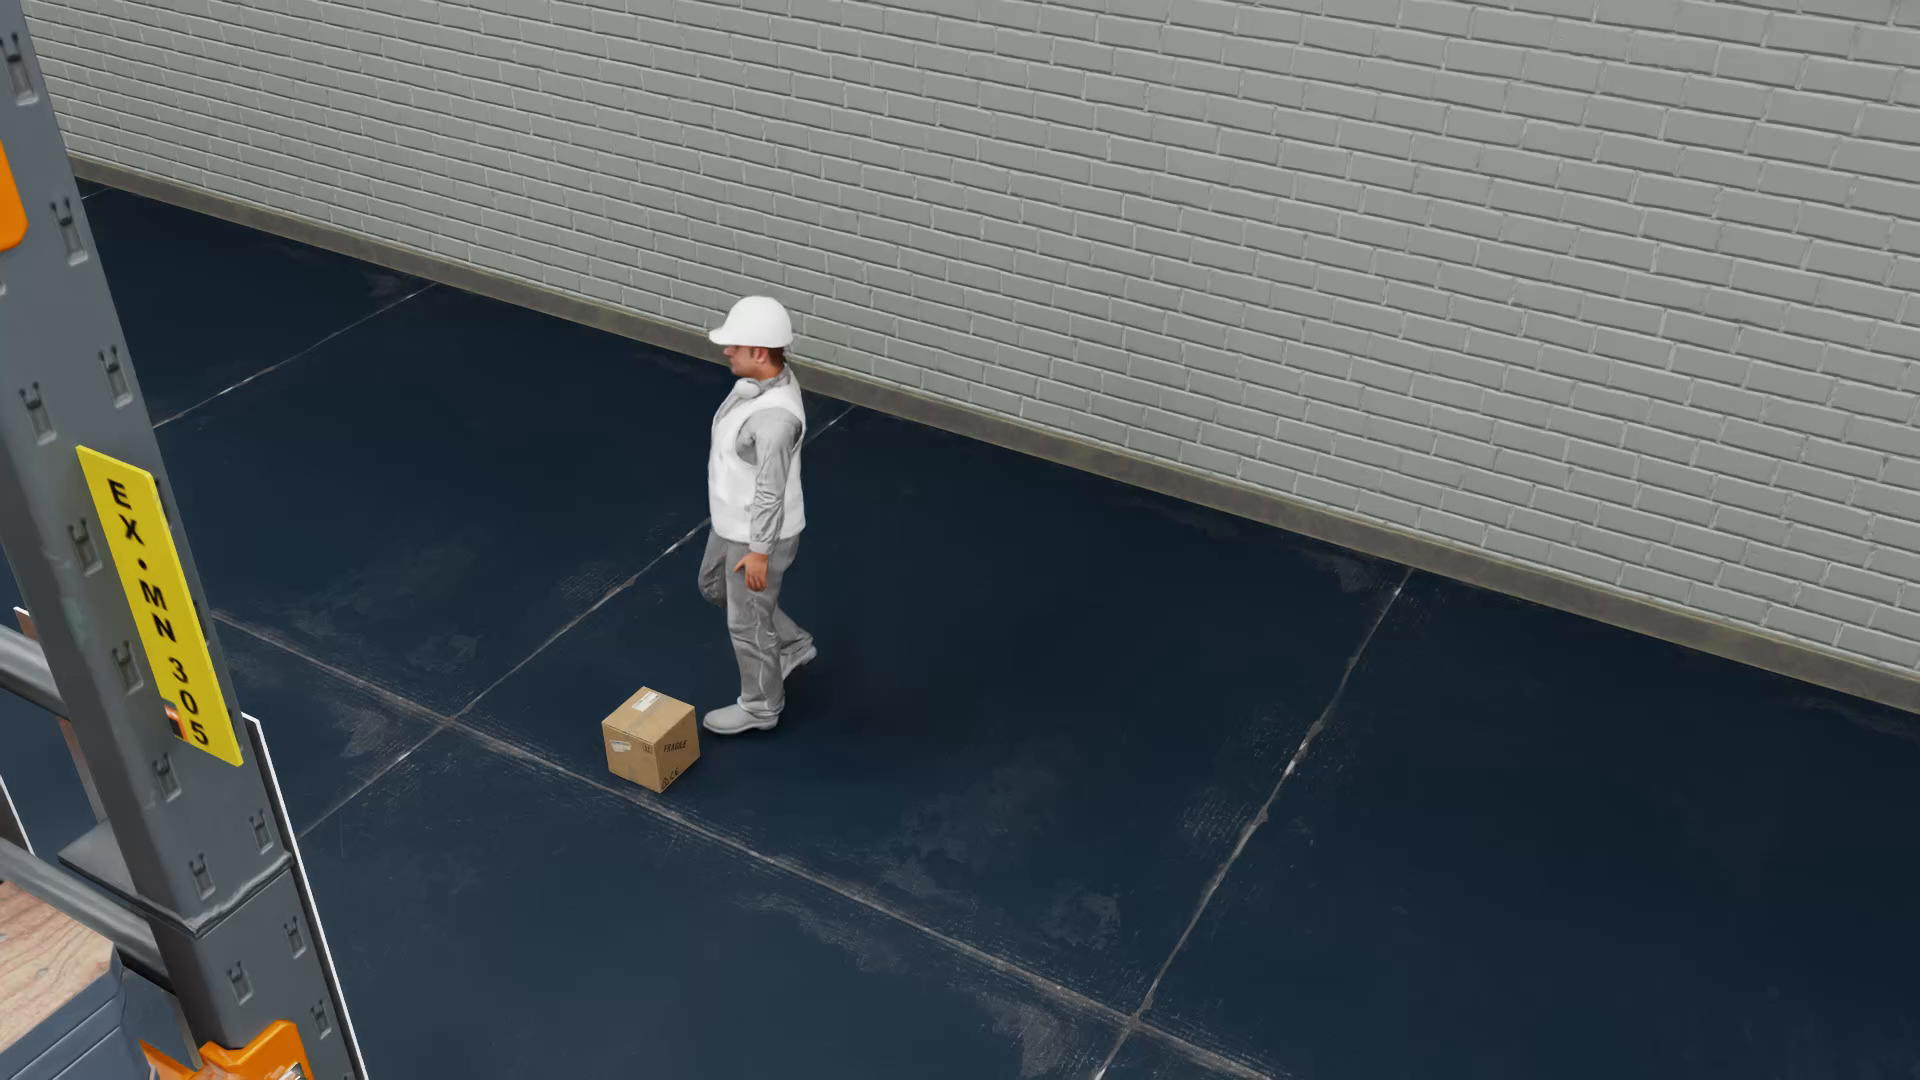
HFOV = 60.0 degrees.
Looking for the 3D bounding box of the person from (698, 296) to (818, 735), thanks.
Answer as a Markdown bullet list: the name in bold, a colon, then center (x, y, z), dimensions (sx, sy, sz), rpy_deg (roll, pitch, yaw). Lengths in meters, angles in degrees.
- **person**: center (-0.799, -0.072, 6.221), dimensions (0.490, 1.764, 0.565), rpy_deg (-6, 34, -9)
